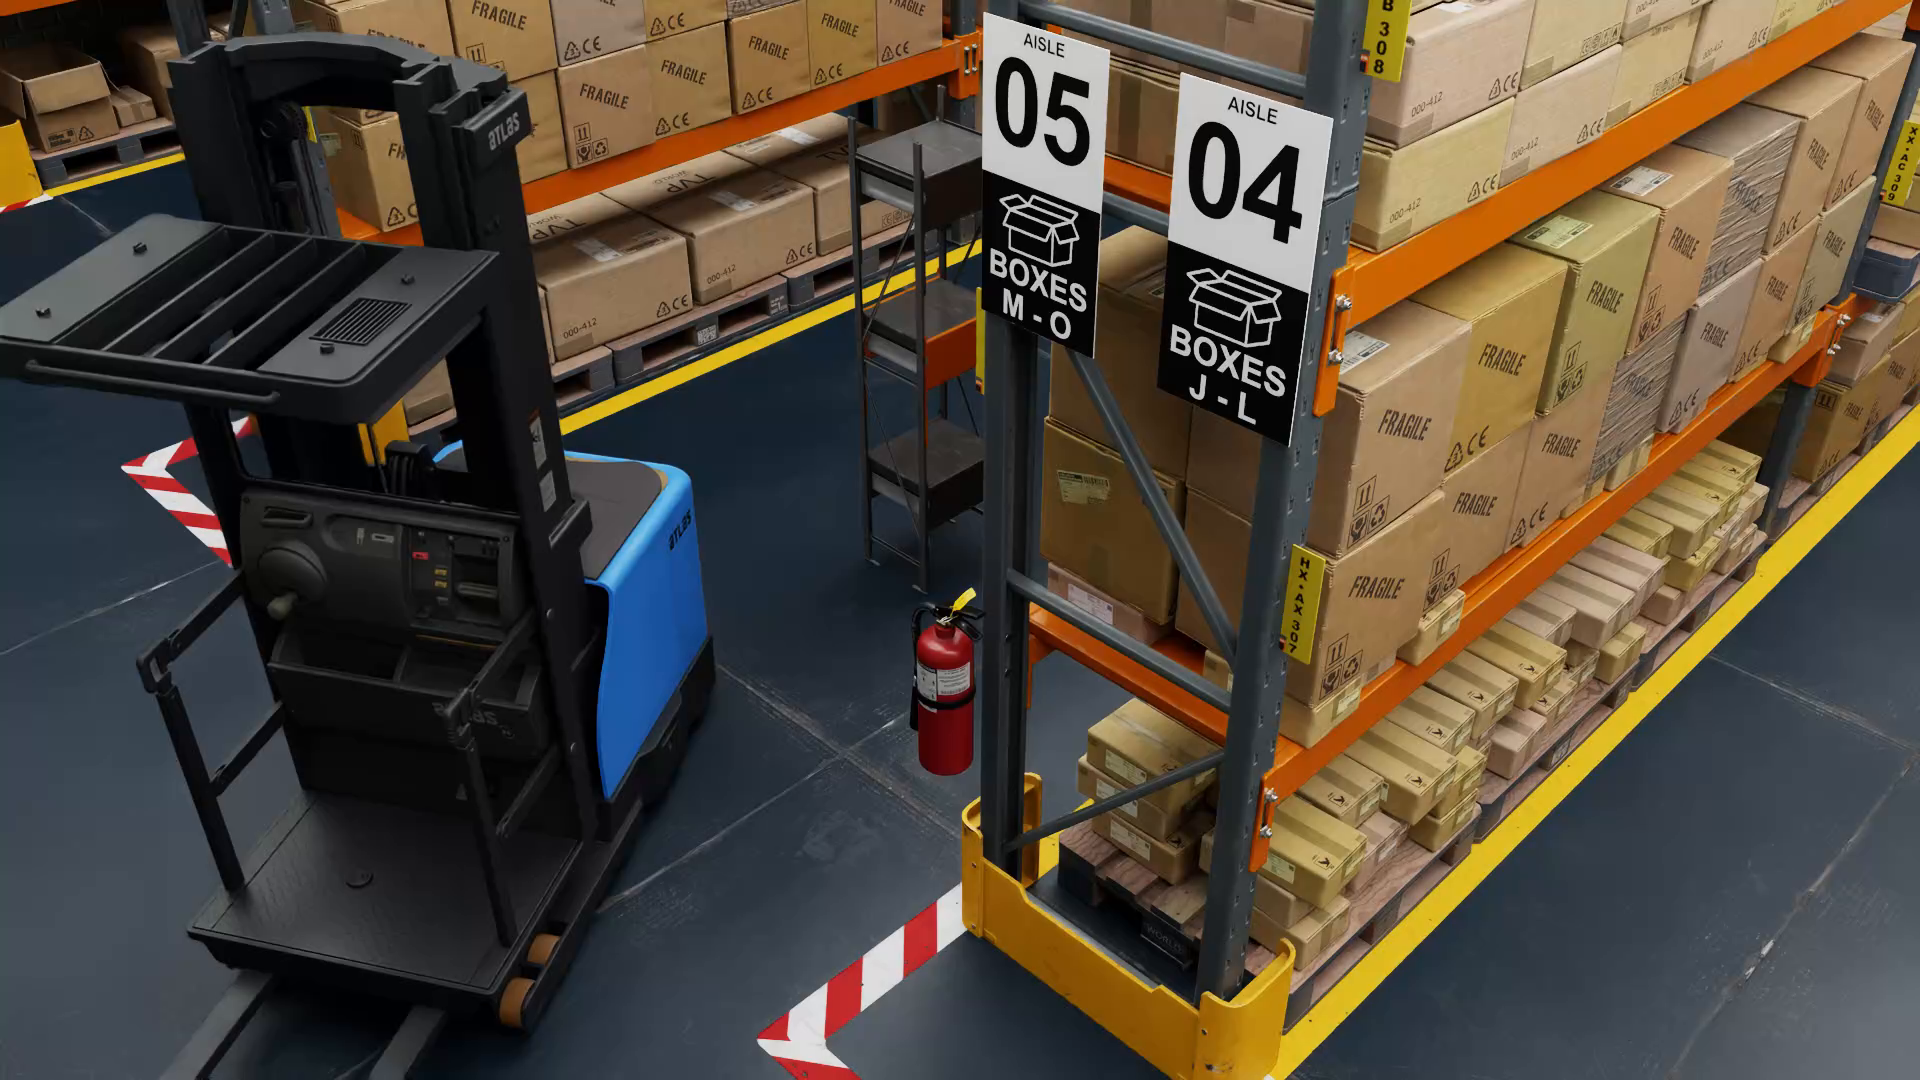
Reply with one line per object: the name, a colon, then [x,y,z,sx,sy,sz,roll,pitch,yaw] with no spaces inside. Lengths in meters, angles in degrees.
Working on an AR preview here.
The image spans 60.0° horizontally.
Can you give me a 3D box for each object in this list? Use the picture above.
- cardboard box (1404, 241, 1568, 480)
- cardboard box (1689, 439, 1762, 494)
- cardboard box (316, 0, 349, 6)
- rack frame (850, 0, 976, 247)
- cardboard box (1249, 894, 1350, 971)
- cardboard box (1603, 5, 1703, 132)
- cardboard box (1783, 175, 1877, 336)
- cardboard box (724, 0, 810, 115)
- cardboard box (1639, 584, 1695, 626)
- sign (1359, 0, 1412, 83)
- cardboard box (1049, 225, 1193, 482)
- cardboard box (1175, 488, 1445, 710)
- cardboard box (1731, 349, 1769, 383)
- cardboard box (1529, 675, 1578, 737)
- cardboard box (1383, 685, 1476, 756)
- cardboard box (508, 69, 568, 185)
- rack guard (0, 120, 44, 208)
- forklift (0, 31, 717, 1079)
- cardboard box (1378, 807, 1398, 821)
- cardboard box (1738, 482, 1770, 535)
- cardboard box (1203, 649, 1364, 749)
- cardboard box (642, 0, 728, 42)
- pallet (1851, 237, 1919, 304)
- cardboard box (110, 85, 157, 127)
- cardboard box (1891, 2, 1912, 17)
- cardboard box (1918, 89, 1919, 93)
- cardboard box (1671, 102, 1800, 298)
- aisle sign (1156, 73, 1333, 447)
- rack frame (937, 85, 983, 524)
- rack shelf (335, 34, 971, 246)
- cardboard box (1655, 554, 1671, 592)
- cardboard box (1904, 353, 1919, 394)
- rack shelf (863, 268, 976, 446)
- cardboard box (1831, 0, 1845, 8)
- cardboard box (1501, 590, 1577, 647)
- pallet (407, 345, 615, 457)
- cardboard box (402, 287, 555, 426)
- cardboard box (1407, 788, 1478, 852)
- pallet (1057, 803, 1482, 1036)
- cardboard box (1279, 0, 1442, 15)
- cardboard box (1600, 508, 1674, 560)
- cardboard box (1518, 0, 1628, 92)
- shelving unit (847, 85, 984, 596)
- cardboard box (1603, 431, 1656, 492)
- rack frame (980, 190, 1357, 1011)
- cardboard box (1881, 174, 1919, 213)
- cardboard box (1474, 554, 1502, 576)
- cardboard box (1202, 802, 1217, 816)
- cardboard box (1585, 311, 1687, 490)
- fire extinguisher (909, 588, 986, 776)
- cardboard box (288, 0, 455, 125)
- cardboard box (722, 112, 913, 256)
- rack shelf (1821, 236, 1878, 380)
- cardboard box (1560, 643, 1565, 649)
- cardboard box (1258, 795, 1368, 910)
cardboard box: [1.317,-0.558,4.706,0.500,0.500,0.500,-29,44,-34]
cardboard box: [3.214,-0.323,7.196,0.250,0.149,0.380,-29,44,-34]
cardboard box: [-2.676,-2.406,7.049,0.250,0.149,0.380,-29,44,-35]
rack frame: [-0.304,-3.280,9.831,1.000,3.000,0.127,30,45,35]
cardboard box: [1.058,1.211,5.516,0.250,0.149,0.380,-29,44,-35]
cardboard box: [1.687,-1.376,4.610,0.500,0.250,0.500,28,44,34]
cardboard box: [3.140,-1.179,6.470,0.500,0.500,0.500,30,45,35]
cardboard box: [-1.152,-2.608,8.780,0.500,0.500,0.500,29,44,35]
cardboard box: [2.863,0.173,7.005,0.380,0.149,0.250,28,44,34]
sign: [0.847,-1.072,3.279,0.100,0.325,0.005,30,45,35]
cardboard box: [0.607,-0.561,4.711,0.500,0.500,0.500,29,44,34]
cardboard box: [0.974,0.064,4.688,0.500,0.500,0.500,-28,43,-34]
cardboard box: [2.910,-0.780,6.465,0.250,0.149,0.380,-28,44,-34]
cardboard box: [2.138,0.578,6.424,0.380,0.149,0.250,30,45,35]
cardboard box: [1.565,0.630,5.829,0.380,0.149,0.250,27,43,33]
cardboard box: [-2.244,-1.993,7.898,0.500,0.500,0.500,29,44,35]
rack guard: [-6.594,-2.661,11.128,1.175,0.500,0.348,30,45,35]
forklift: [-1.849,0.153,4.968,1.130,2.935,3.031,8,36,11]
cardboard box: [1.356,0.840,5.788,0.250,0.149,0.380,-29,44,-35]
cardboard box: [3.283,-0.195,7.272,0.250,0.149,0.380,-29,44,-35]
cardboard box: [0.922,0.402,4.771,0.380,0.149,0.250,29,44,35]
cardboard box: [-1.515,-2.815,8.202,0.500,0.500,0.500,-30,45,-35]
pallet: [3.922,-1.499,7.444,1.003,0.211,1.213,30,45,35]
cardboard box: [-5.822,-3.025,11.590,0.380,0.149,0.250,28,43,34]
cardboard box: [4.532,-2.519,8.073,0.380,0.149,0.250,29,44,35]
cardboard box: [4.258,-1.832,7.087,0.250,0.149,0.380,-30,44,-35]
cardboard box: [2.409,-1.185,5.605,0.500,0.500,0.500,-29,44,-35]
aisle sign: [0.623,-0.618,3.741,0.394,0.787,0.004,30,45,35]
rack frame: [0.055,-0.893,7.195,0.400,2.100,0.015,30,45,35]
rack shelf: [-1.713,-2.173,8.872,1.077,0.370,4.000,30,45,35]
cardboard box: [2.679,0.098,6.852,0.250,0.149,0.380,-29,44,-35]
cardboard box: [4.720,-1.099,8.522,0.500,0.500,0.500,-29,44,-35]
rack shelf: [-0.117,-0.783,7.061,0.431,0.518,0.480,30,45,35]
cardboard box: [2.766,-1.989,5.488,0.500,0.250,0.500,29,44,35]
cardboard box: [2.094,0.293,6.313,0.380,0.149,0.250,30,45,35]
pallet: [-2.615,-0.868,8.811,1.003,0.211,1.213,30,45,35]
cardboard box: [-2.728,-1.086,8.557,0.875,0.438,0.875,28,44,34]
cardboard box: [1.612,0.909,5.949,0.250,0.149,0.380,-29,44,-35]
pallet: [1.113,1.095,5.995,1.003,0.211,1.213,30,45,35]
cardboard box: [0.851,-1.279,3.685,0.380,0.149,0.250,29,44,35]
cardboard box: [2.654,-0.026,6.770,0.250,0.149,0.380,-28,44,-34]
cardboard box: [1.322,-1.362,4.152,0.500,0.250,0.500,29,44,35]
shelving unit: [-0.117,-0.794,7.053,0.431,2.100,0.503,30,45,35]
cardboard box: [2.194,-0.349,5.847,0.250,0.149,0.380,-29,44,-35]
rack frame: [0.462,0.298,4.700,1.000,3.000,0.127,30,45,35]
cardboard box: [3.884,-1.491,6.859,0.250,0.149,0.380,-29,44,-35]
cardboard box: [1.594,-0.067,5.443,0.380,0.149,0.250,29,44,35]
cardboard box: [0.794,0.852,6.031,0.250,0.149,0.380,-28,44,-34]
cardboard box: [2.042,-0.567,5.593,0.500,0.500,0.500,28,44,34]
fire extinguisher: [-0.043,0.399,4.949,0.296,0.674,0.183,30,45,35]
cardboard box: [-2.582,-2.187,7.302,0.500,0.500,0.500,28,44,34]
cardboard box: [-0.823,-2.189,10.140,0.875,0.438,0.875,29,44,35]
rack shelf: [4.689,-1.843,8.399,1.077,0.370,4.000,30,45,35]
cardboard box: [2.092,0.402,6.417,0.250,0.149,0.380,-28,43,-34]
cardboard box: [1.072,0.975,5.334,0.380,0.149,0.250,27,43,33]
